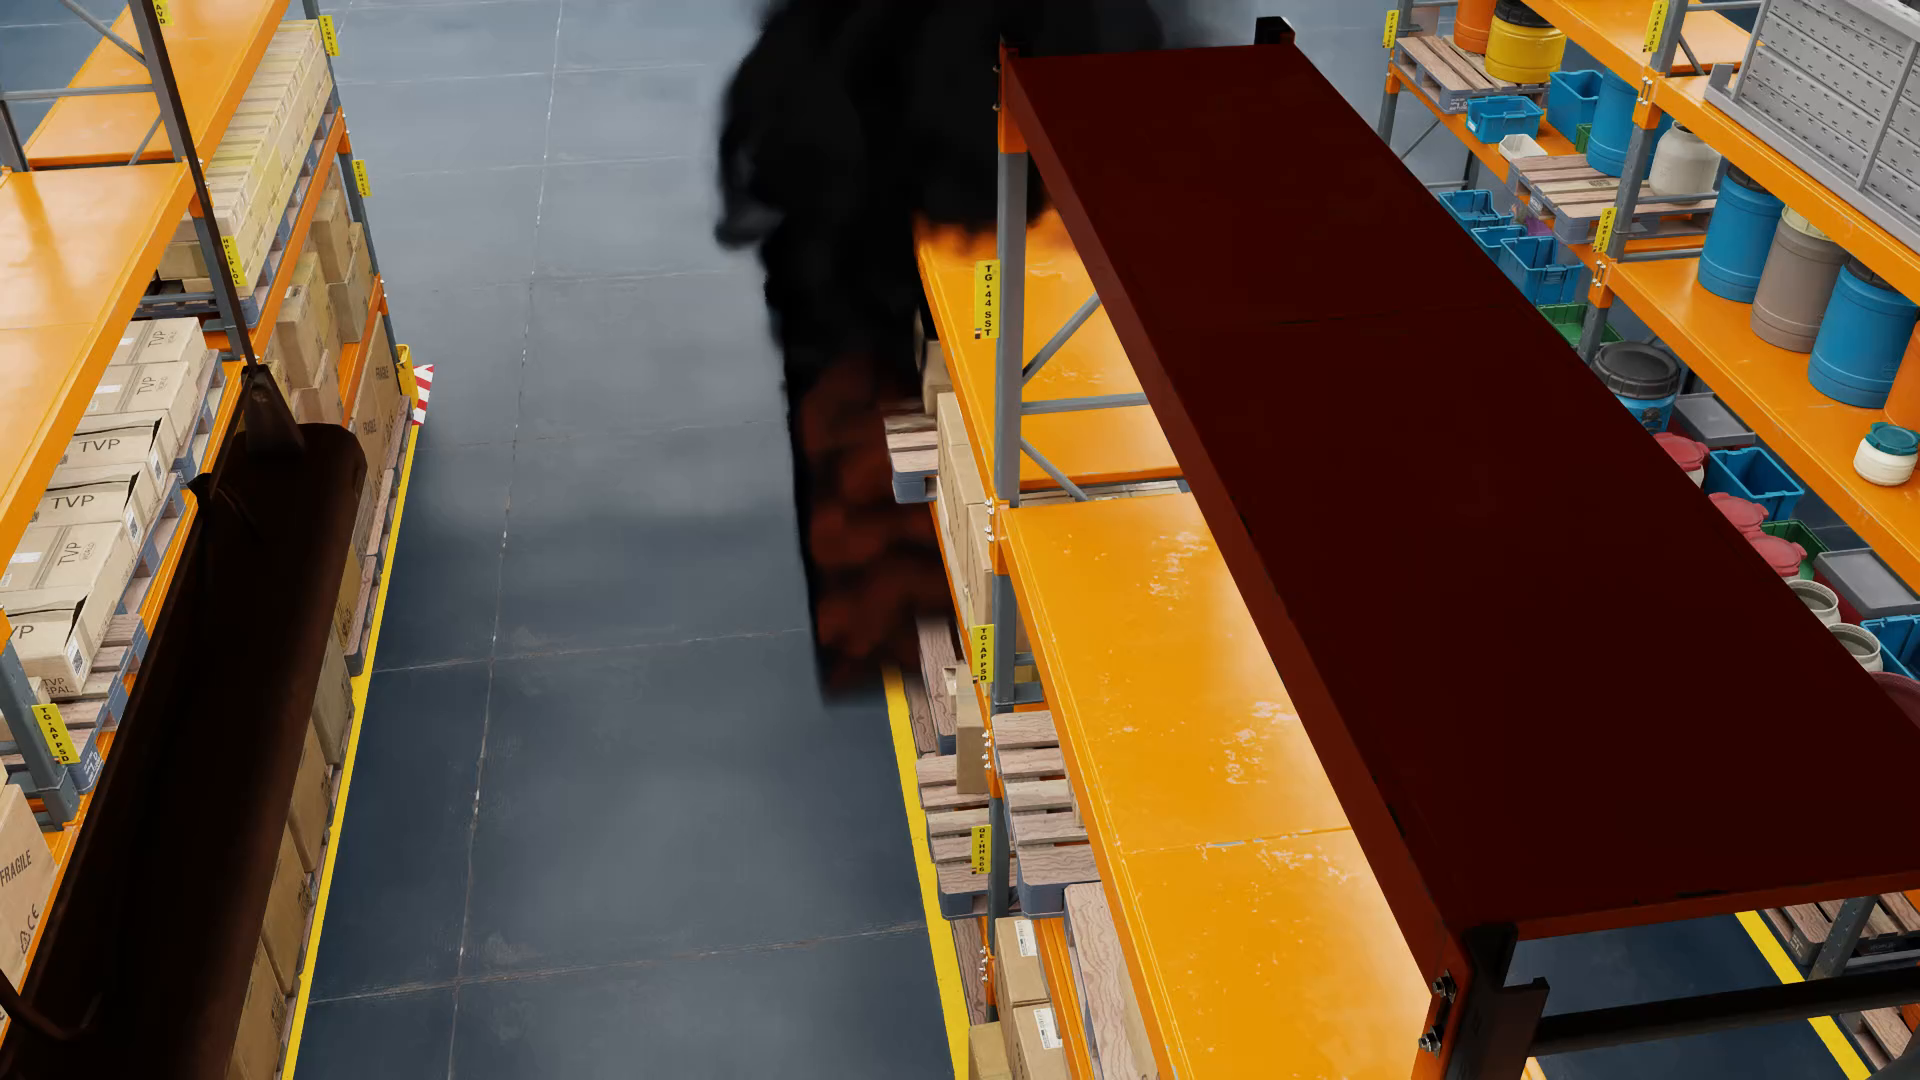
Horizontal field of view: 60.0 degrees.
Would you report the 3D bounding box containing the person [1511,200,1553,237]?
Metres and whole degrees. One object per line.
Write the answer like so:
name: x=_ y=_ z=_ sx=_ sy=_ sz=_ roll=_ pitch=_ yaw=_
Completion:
person: x=5.543 y=-2.875 z=16.051 sx=0.519 sy=1.602 sz=0.701 roll=-19 pitch=40 yaw=-23
